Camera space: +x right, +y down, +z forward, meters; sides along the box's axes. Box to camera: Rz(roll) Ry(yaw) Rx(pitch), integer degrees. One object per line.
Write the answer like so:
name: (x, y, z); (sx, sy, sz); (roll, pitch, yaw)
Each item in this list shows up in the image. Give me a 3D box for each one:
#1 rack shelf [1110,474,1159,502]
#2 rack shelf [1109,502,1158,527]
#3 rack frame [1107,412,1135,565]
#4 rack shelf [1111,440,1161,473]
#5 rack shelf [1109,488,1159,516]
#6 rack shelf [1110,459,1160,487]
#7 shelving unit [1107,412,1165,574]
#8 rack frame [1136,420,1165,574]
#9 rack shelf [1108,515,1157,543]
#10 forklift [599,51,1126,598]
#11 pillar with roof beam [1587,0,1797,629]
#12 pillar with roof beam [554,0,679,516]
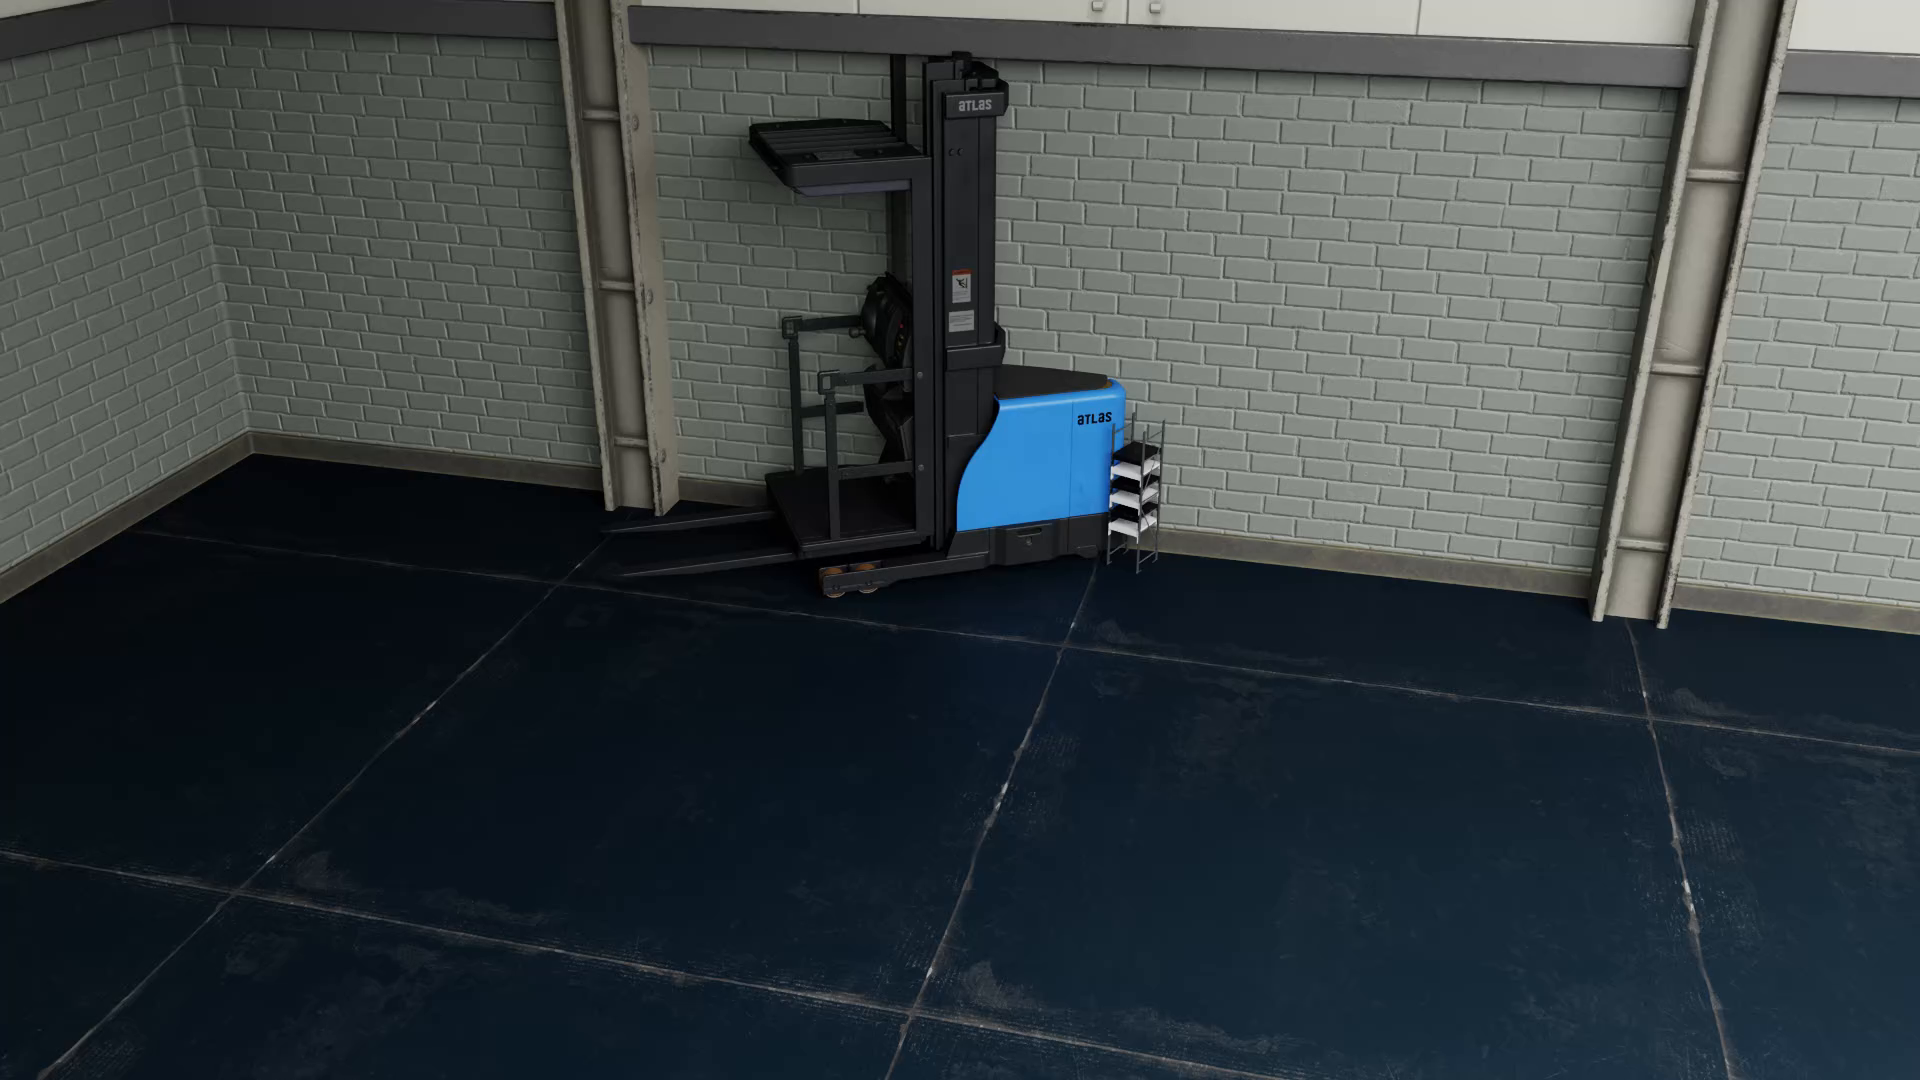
rack shelf: (1.032, -0.325, 9.755); (0.200, 0.077, 0.258); (18, 31, 32)
rack shelf: (1.032, -0.163, 9.832); (0.200, 0.077, 0.258); (18, 31, 32)
rack frame: (0.950, -0.300, 9.834); (0.006, 0.900, 0.240); (18, 31, 32)
rack shelf: (1.032, -0.488, 9.677); (0.200, 0.077, 0.258); (18, 31, 32)
rack shelf: (1.032, -0.244, 9.794); (0.200, 0.077, 0.258); (18, 31, 32)
rack shelf: (1.032, -0.407, 9.716); (0.200, 0.077, 0.258); (18, 31, 32)
shelving unit: (1.032, -0.274, 9.779); (0.210, 0.900, 0.258); (18, 31, 32)
rack frame: (1.114, -0.248, 9.725); (0.006, 0.900, 0.240); (18, 31, 32)
rack shelf: (1.032, -0.082, 9.871); (0.200, 0.077, 0.258); (18, 31, 32)
forklift: (-0.599, -1.246, 9.458); (3.031, 2.935, 1.130); (-7, 26, -15)
pillar with roof beam: (2.693, -1.864, 3.697); (0.400, 9.000, 9.100); (6, 26, 13)
pillar with roof beam: (-3.118, -2.506, 5.046); (0.400, 9.000, 9.100); (6, 26, 13)
